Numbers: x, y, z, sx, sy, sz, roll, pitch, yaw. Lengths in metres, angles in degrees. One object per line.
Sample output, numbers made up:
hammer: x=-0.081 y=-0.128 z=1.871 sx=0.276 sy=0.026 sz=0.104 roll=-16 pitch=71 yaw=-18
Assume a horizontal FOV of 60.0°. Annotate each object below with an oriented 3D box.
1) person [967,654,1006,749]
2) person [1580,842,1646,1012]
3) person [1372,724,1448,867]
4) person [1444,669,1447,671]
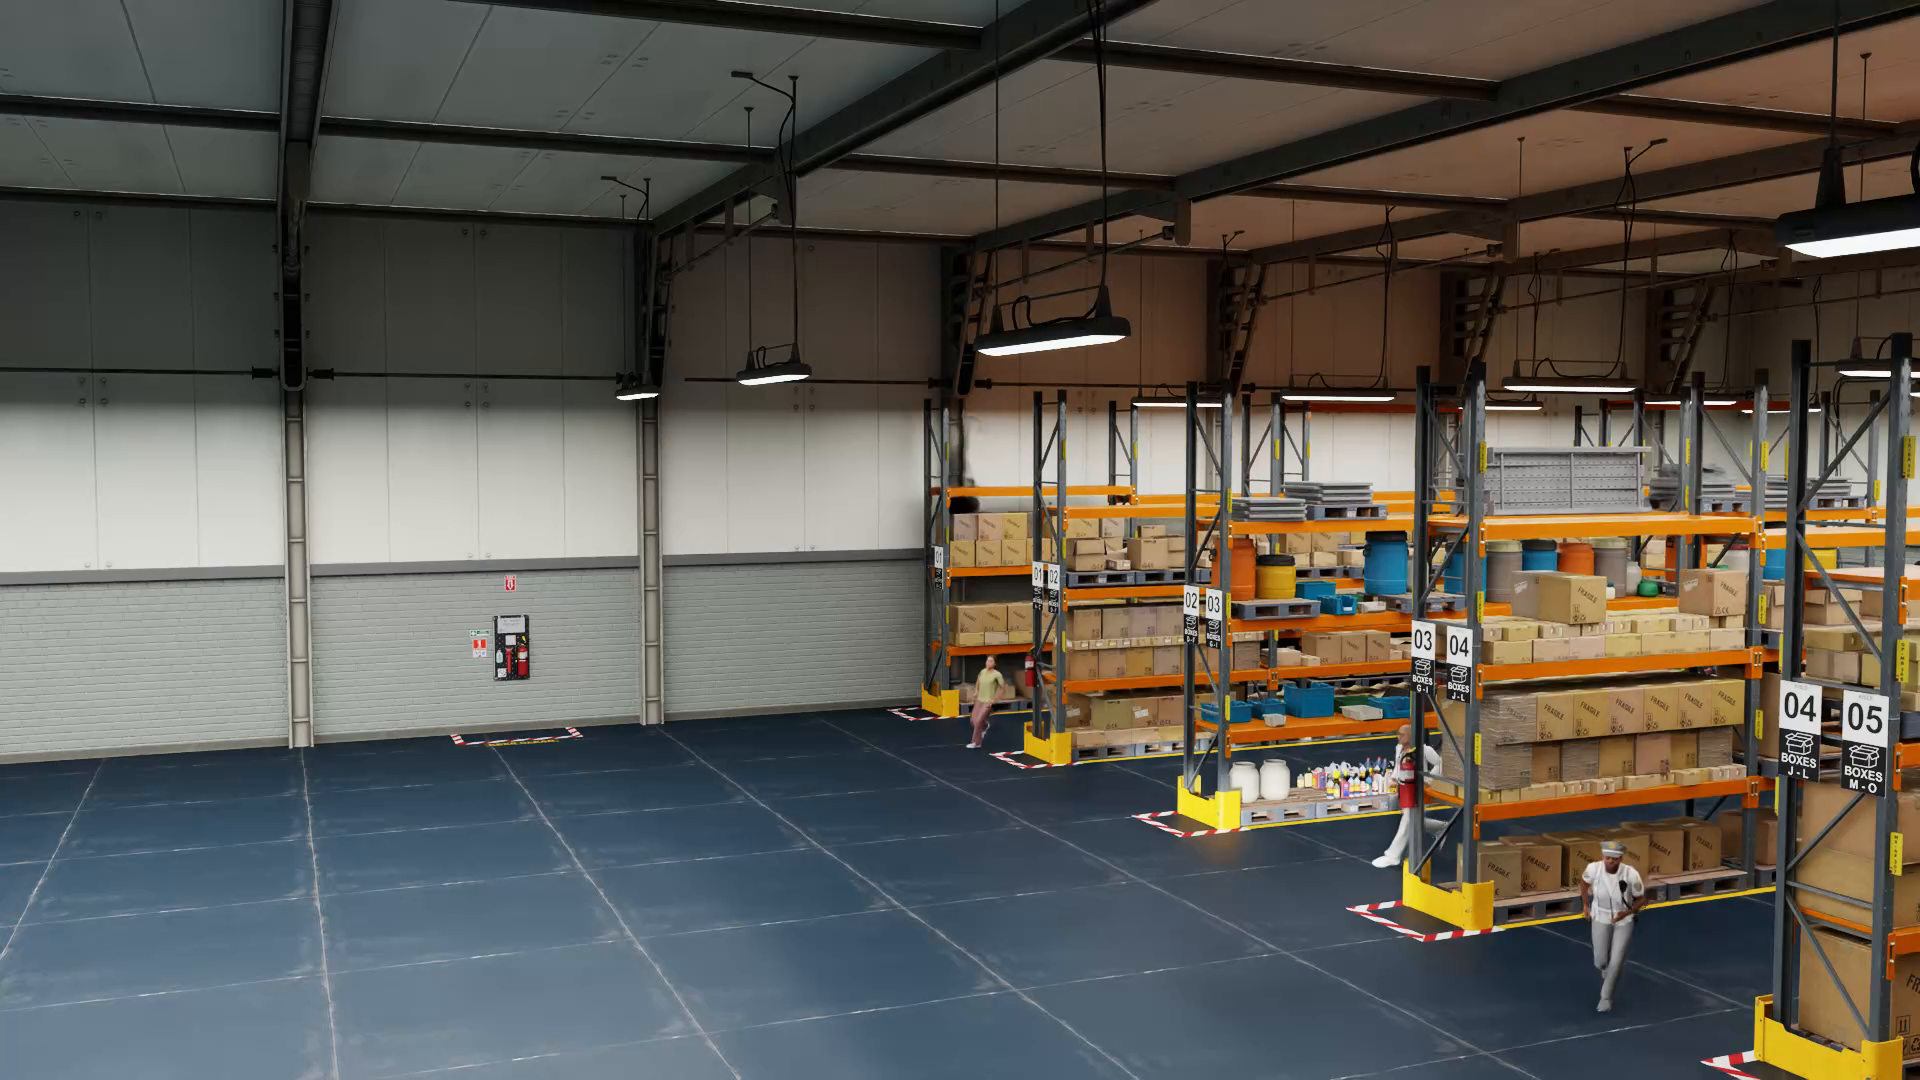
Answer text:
person: x=0.479 y=2.715 z=27.999 sx=0.609 sy=1.595 sz=0.545 roll=2 pitch=4 yaw=34
person: x=5.941 y=3.487 z=15.154 sx=0.563 sy=1.618 sz=0.700 roll=1 pitch=4 yaw=24
person: x=5.567 y=3.093 z=20.220 sx=1.127 sy=1.733 sz=0.739 roll=-2 pitch=4 yaw=-27
person: x=10.233 y=2.285 z=34.176 sx=0.741 sy=1.766 sz=0.657 roll=-1 pitch=4 yaw=-23
